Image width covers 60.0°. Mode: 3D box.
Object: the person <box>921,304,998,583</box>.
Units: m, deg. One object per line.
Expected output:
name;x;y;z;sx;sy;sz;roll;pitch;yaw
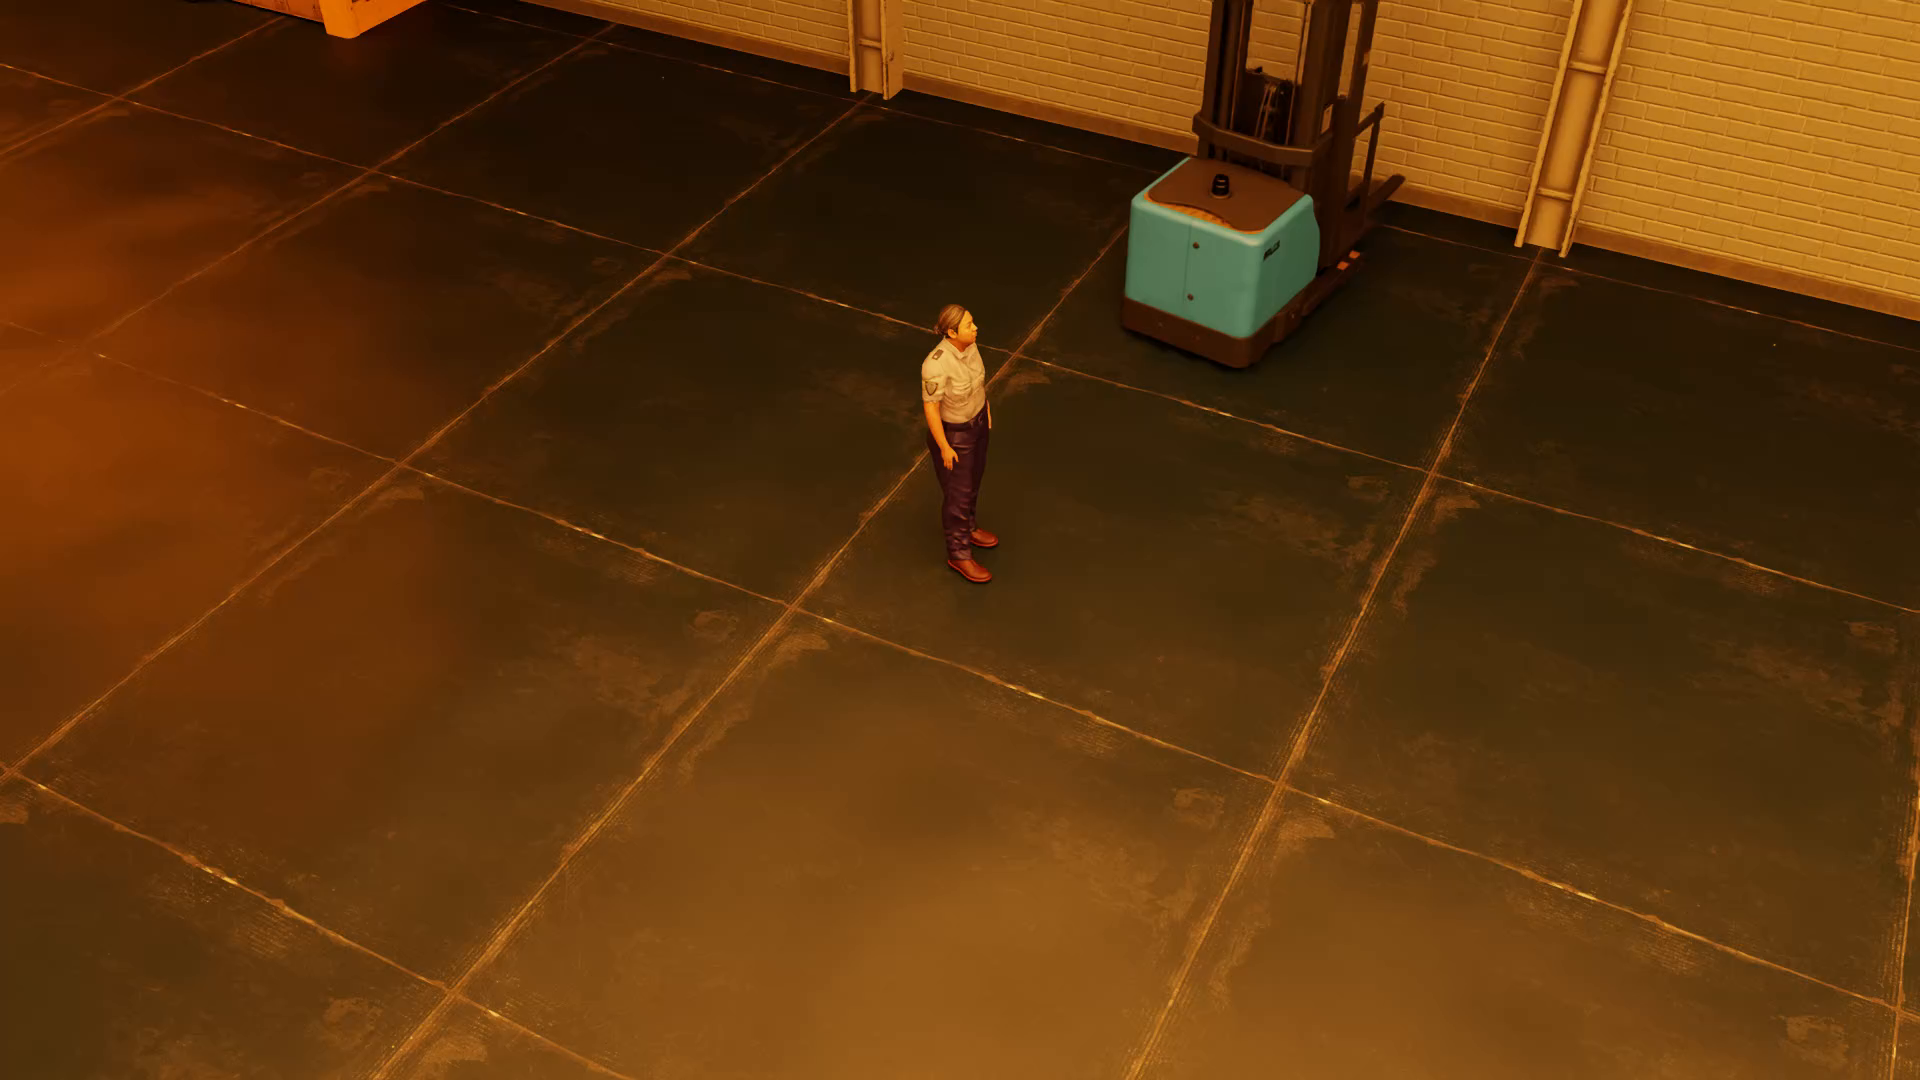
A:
person;0.069;-0.593;9.683;0.503;1.640;0.599;18;43;21

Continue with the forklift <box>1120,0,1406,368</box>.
forklift;2.431;-3.222;11.812;1.130;2.935;3.031;25;46;27
